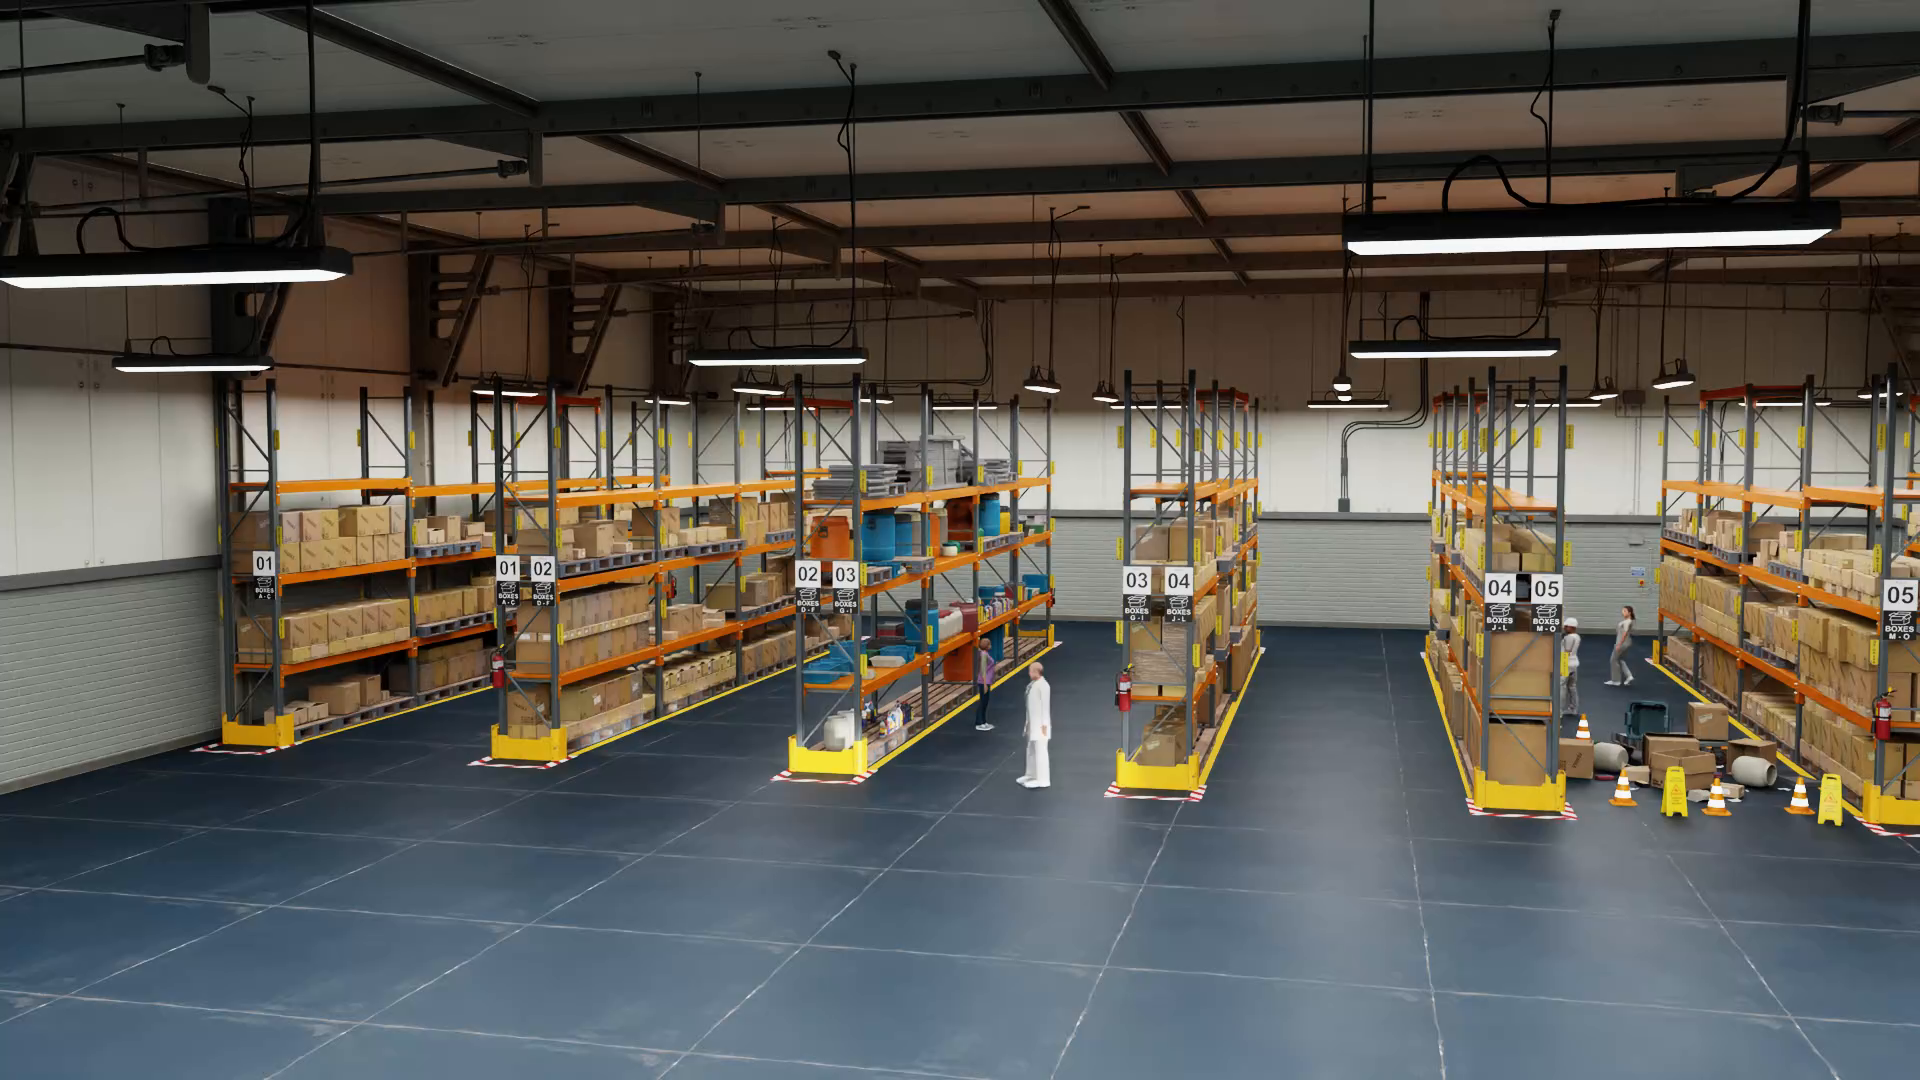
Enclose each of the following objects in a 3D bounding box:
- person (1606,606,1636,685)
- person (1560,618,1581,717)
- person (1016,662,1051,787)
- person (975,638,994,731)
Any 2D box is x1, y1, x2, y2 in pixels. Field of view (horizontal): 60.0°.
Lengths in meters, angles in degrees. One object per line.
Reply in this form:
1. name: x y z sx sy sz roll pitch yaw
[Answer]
1. person: 13.487 2.174 33.958 0.550 1.647 0.494 3 5 43
2. person: 10.997 2.306 30.187 0.672 1.788 0.478 -3 4 -39
3. person: 1.062 2.713 24.073 0.452 1.670 0.644 -1 4 -18
4. person: 0.427 2.480 28.695 0.338 1.602 0.520 0 3 3
